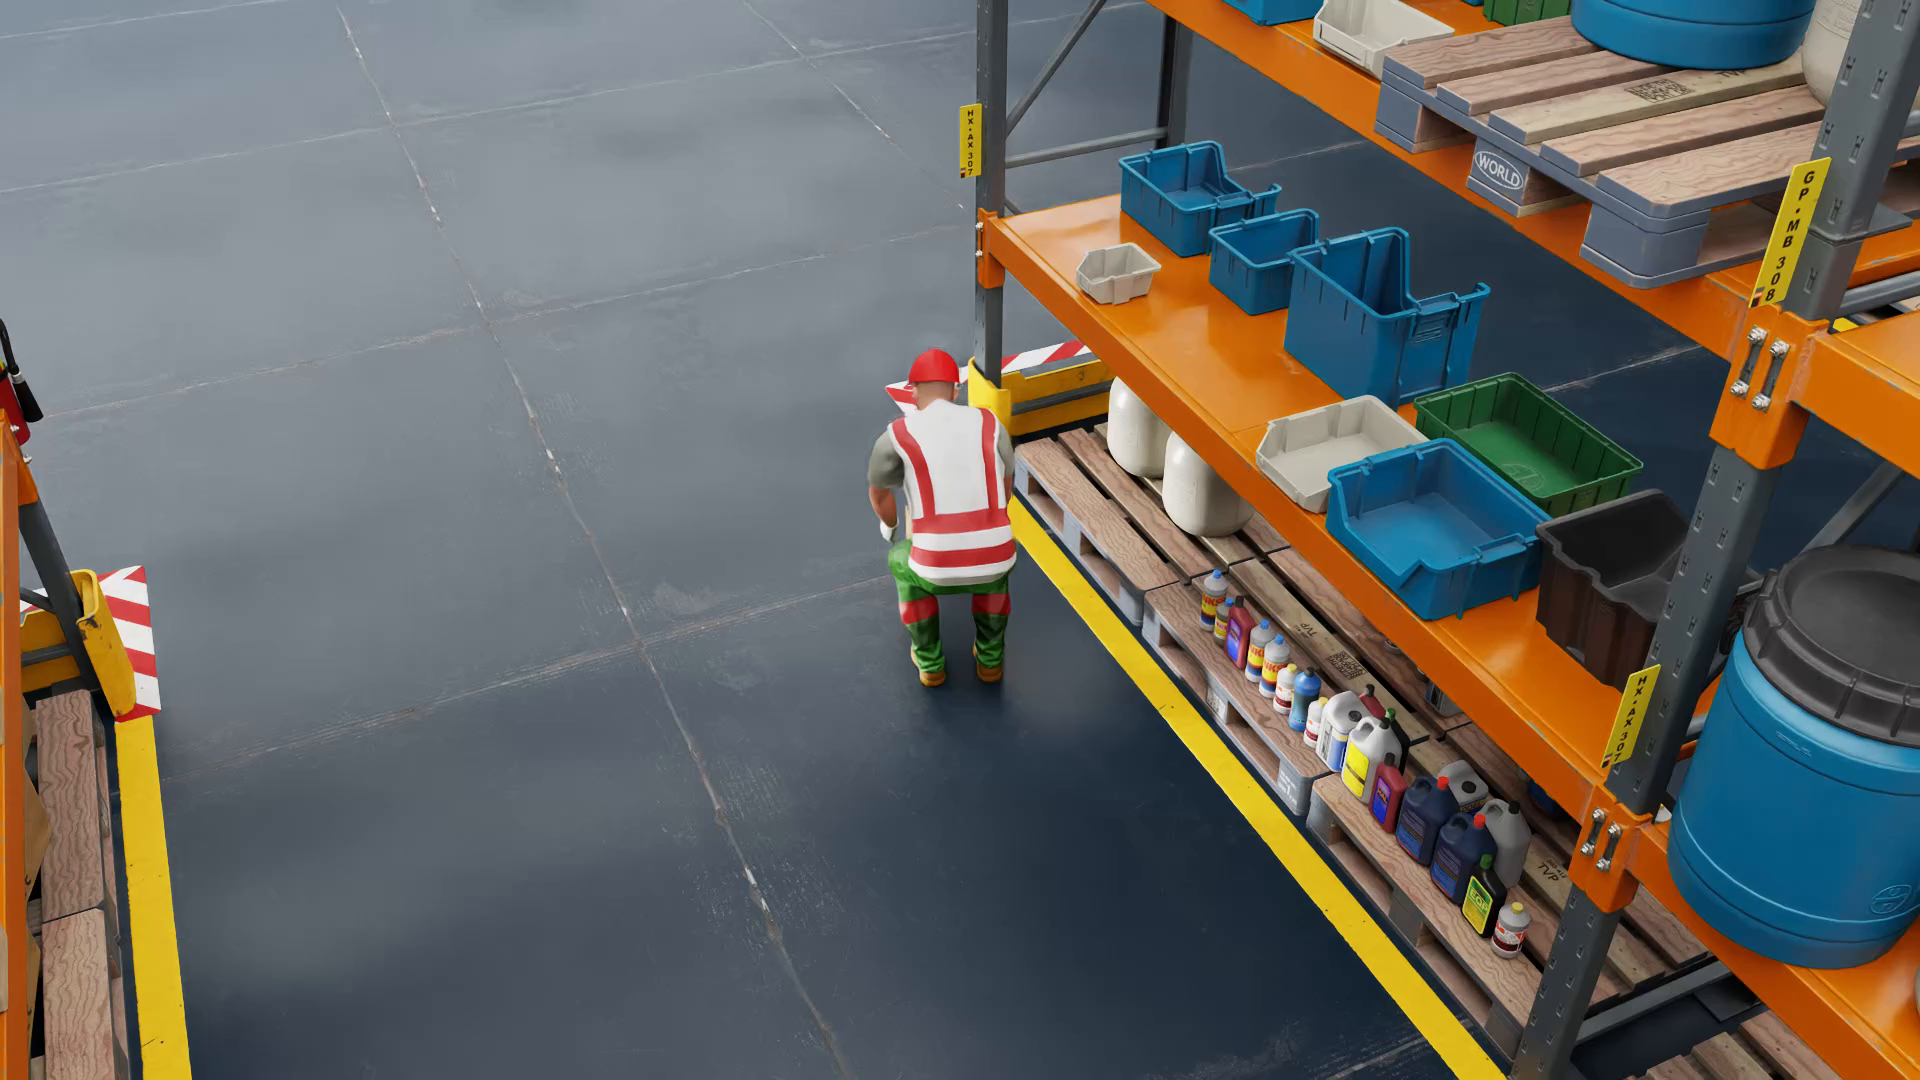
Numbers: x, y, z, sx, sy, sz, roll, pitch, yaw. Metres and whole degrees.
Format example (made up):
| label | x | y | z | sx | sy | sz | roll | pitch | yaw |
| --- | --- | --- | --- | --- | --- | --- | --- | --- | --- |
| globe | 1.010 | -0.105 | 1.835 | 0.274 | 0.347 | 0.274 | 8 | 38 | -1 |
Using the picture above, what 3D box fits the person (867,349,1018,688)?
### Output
| label | x | y | z | sx | sy | sz | roll | pitch | yaw |
| --- | --- | --- | --- | --- | --- | --- | --- | --- | --- |
| person | -0.063 | -0.046 | 6.603 | 0.585 | 1.295 | 0.816 | -4 | 37 | -5 |
